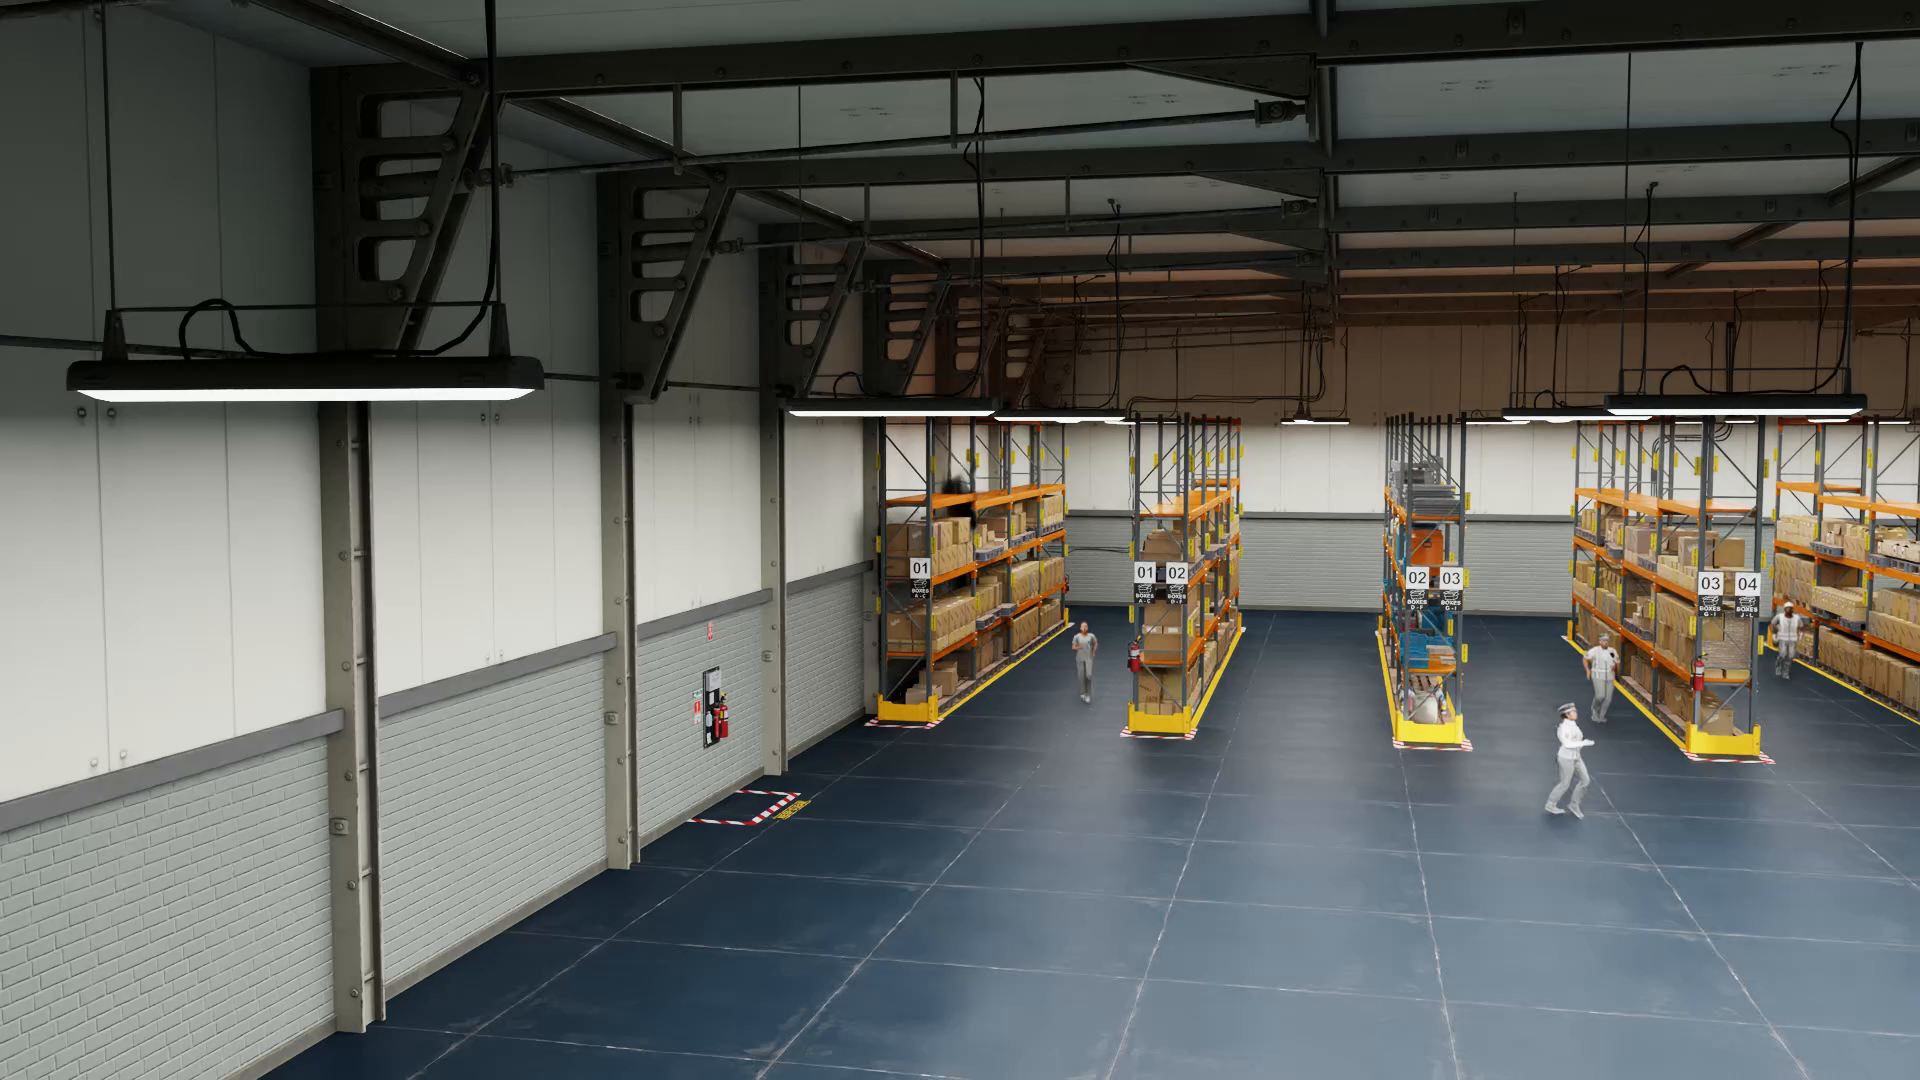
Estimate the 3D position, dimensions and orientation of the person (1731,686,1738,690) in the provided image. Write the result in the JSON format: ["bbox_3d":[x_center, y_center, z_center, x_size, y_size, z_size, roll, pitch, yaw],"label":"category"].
[{"bbox_3d":[17.111,2.421,36.683,0.580,1.709,0.754,0,4,4],"label":"person"}]

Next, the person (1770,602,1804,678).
[{"bbox_3d":[18.848,2.288,37.838,0.690,1.743,0.581,1,4,11],"label":"person"}]

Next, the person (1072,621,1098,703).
[{"bbox_3d":[2.603,2.542,34.716,0.544,1.705,0.691,0,4,5],"label":"person"}]

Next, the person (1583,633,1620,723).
[{"bbox_3d":[12.421,2.670,32.087,0.642,1.761,0.658,0,4,2],"label":"person"}]

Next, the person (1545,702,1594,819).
[{"bbox_3d":[8.946,3.232,24.358,0.683,1.736,0.592,3,5,36],"label":"person"}]
